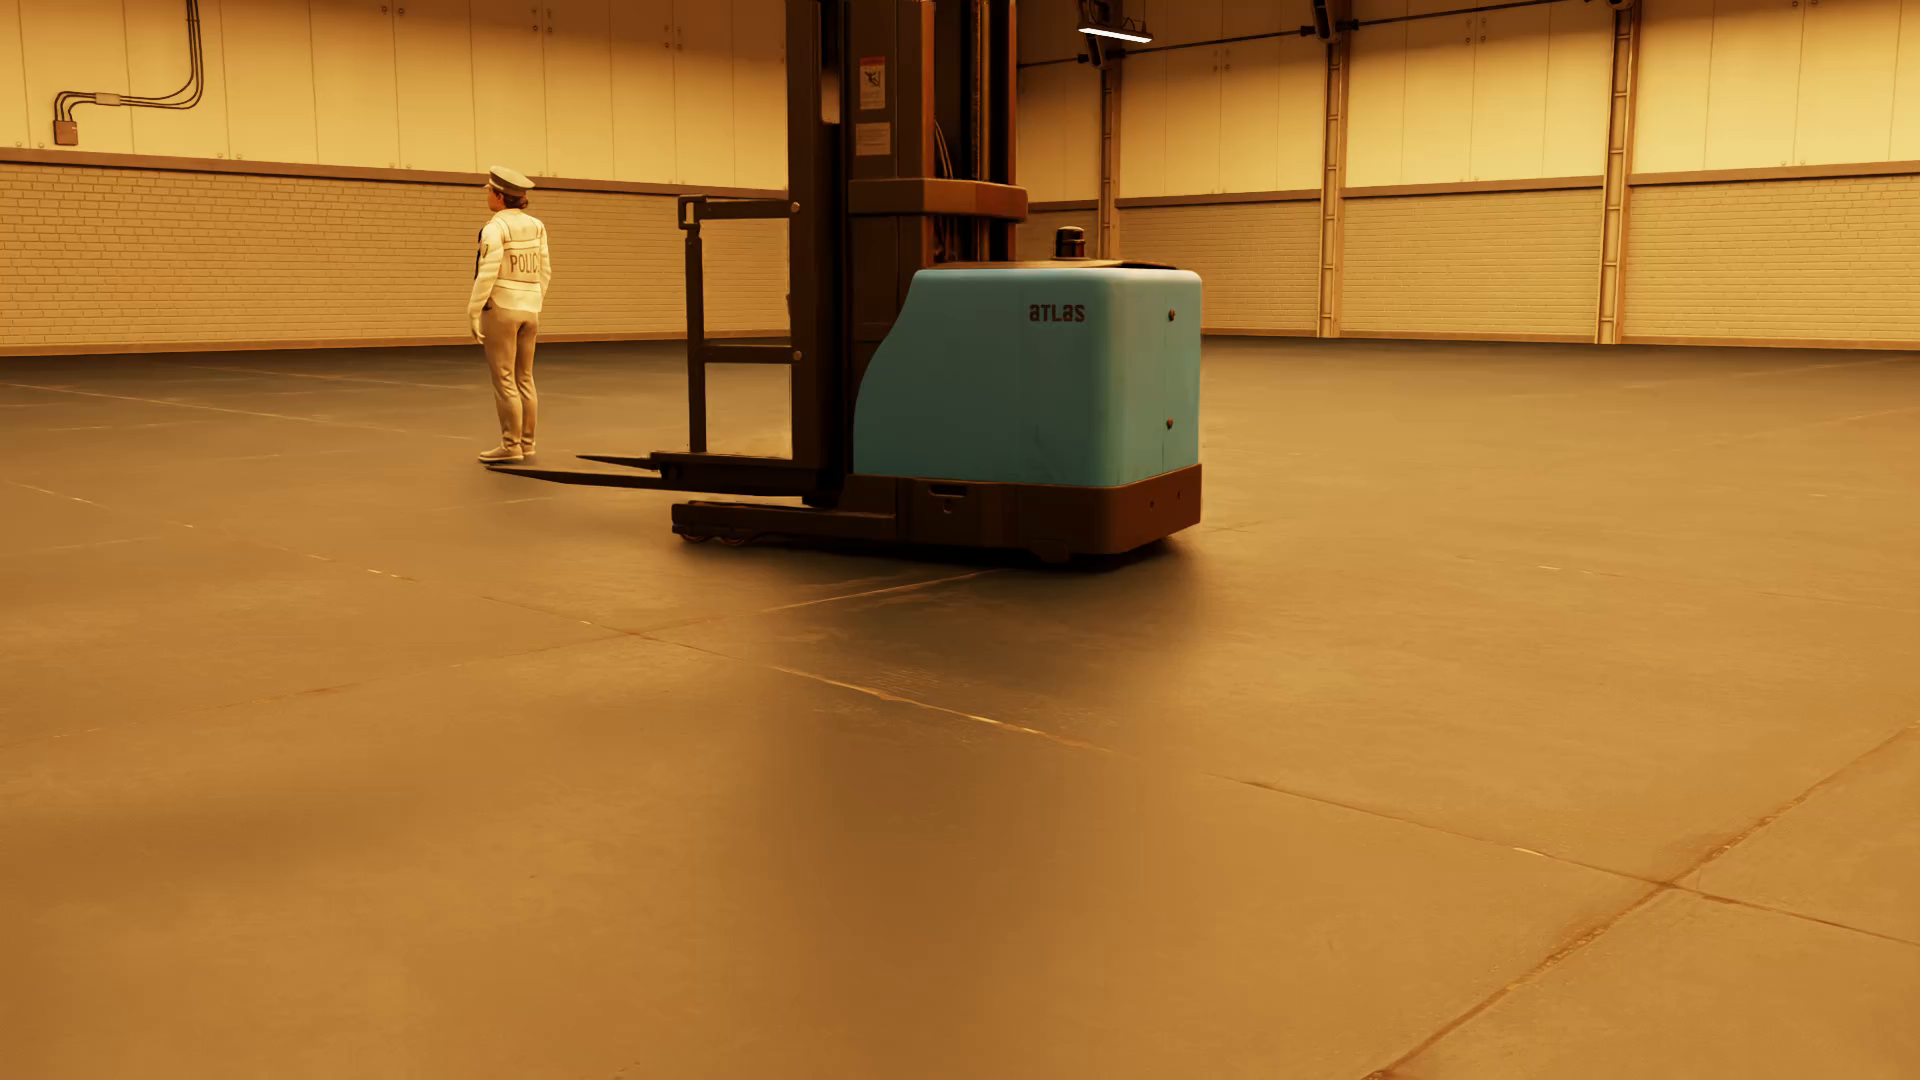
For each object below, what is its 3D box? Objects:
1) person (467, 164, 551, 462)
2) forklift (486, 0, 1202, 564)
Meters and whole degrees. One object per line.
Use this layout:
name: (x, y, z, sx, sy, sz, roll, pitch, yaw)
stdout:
person: (-2.657, -1.300, 9.624, 0.526, 1.698, 0.578, 4, 10, 27)
forklift: (-0.584, -1.490, 6.767, 3.031, 2.935, 1.130, 4, 10, 26)
